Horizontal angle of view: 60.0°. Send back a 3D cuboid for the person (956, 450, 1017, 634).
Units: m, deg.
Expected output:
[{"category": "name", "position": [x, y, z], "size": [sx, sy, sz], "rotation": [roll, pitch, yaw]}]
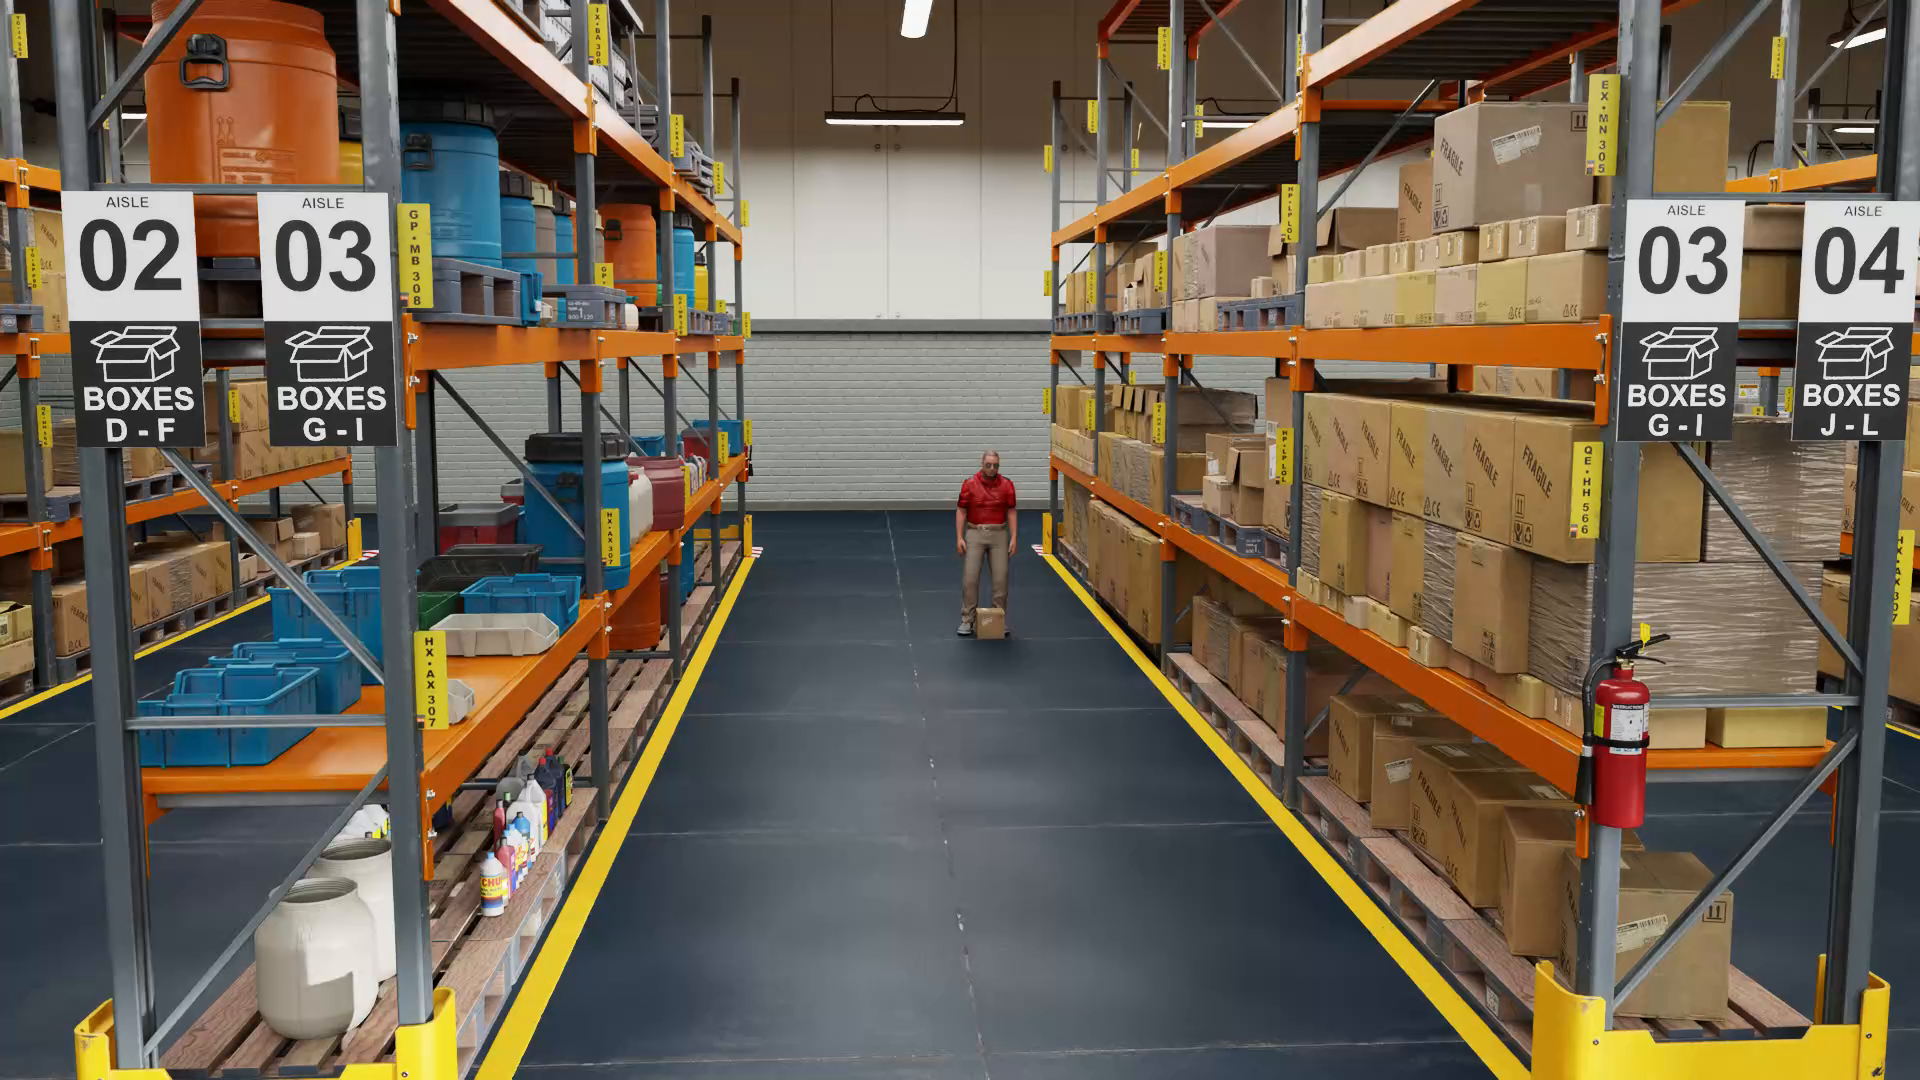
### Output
[{"category": "person", "position": [0.253, 0.014, 15.684], "size": [0.589, 1.726, 0.391], "rotation": [-1, 7, -7]}]
